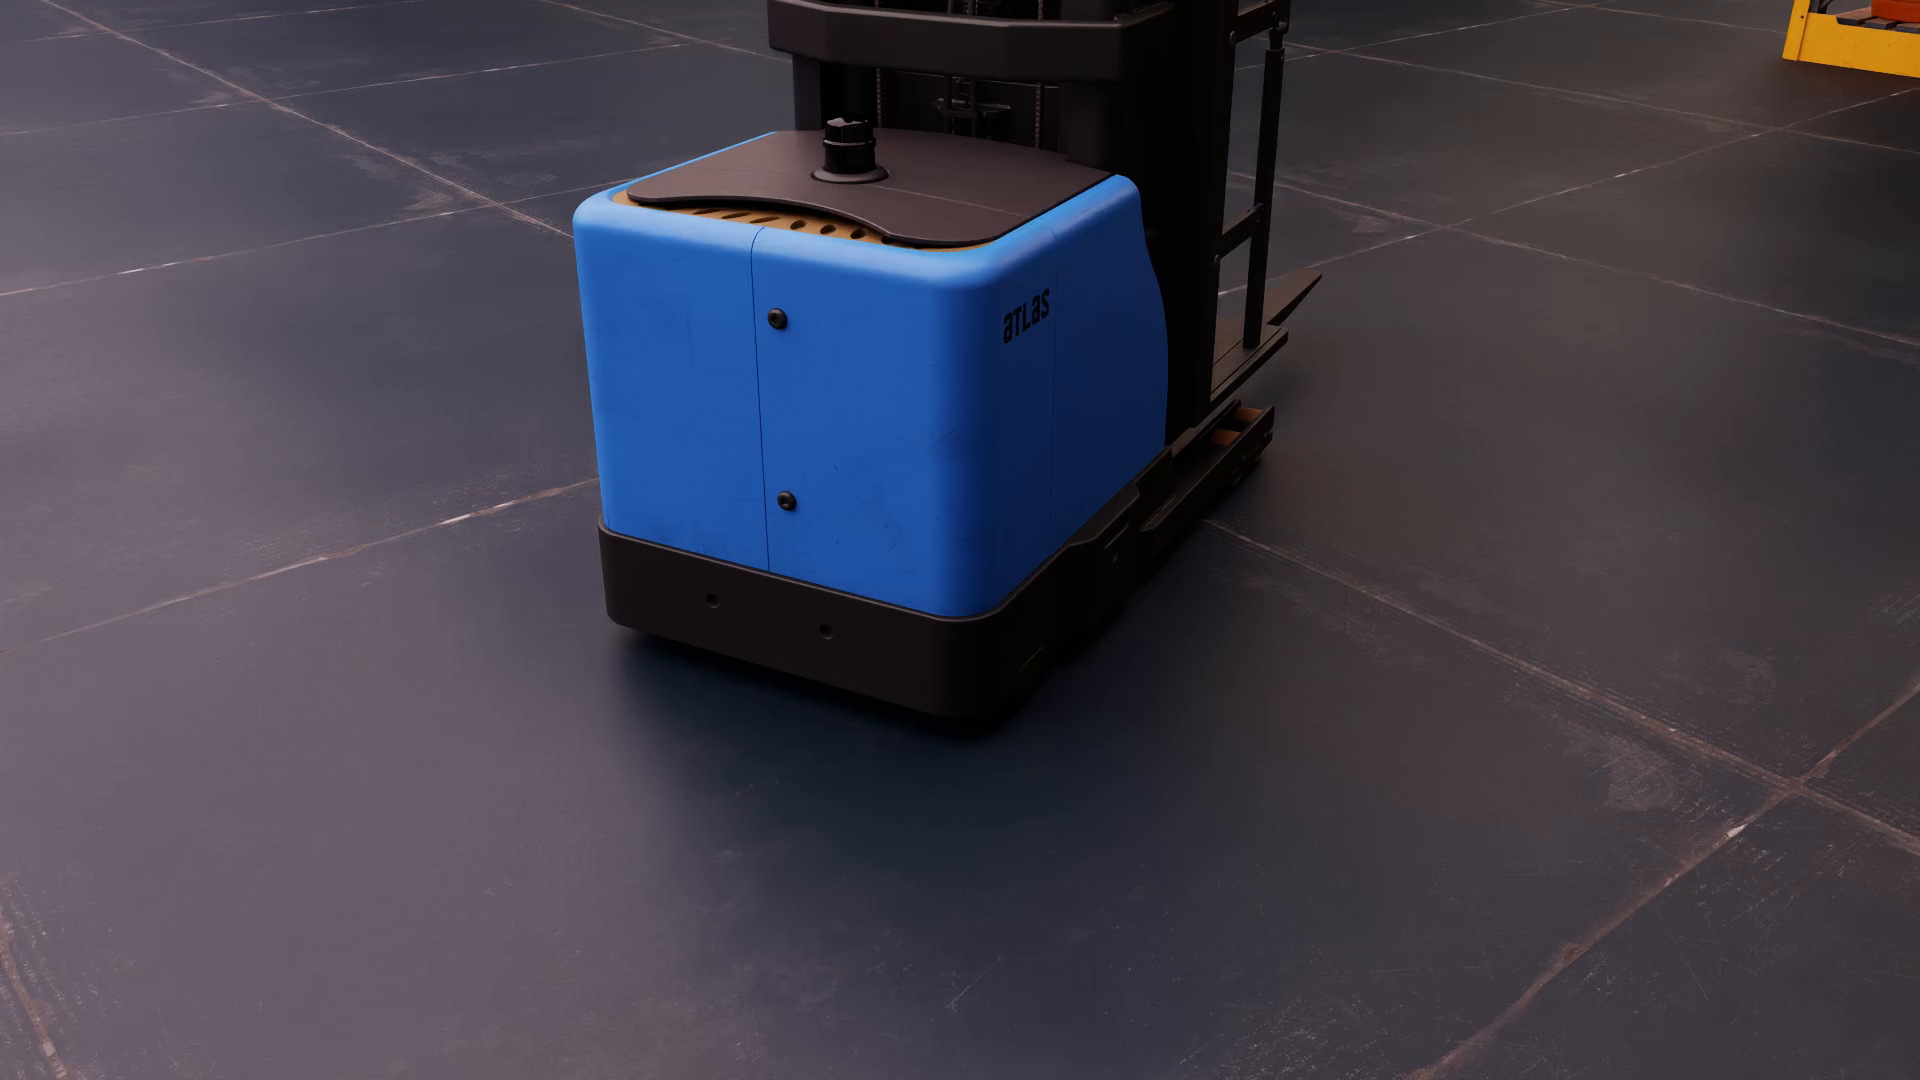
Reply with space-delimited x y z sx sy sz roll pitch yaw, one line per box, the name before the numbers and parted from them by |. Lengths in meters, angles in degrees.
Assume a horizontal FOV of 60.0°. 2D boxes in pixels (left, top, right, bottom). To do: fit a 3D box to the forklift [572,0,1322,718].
forklift | 0.285 -1.552 4.331 1.130 2.935 3.031 13 29 25
